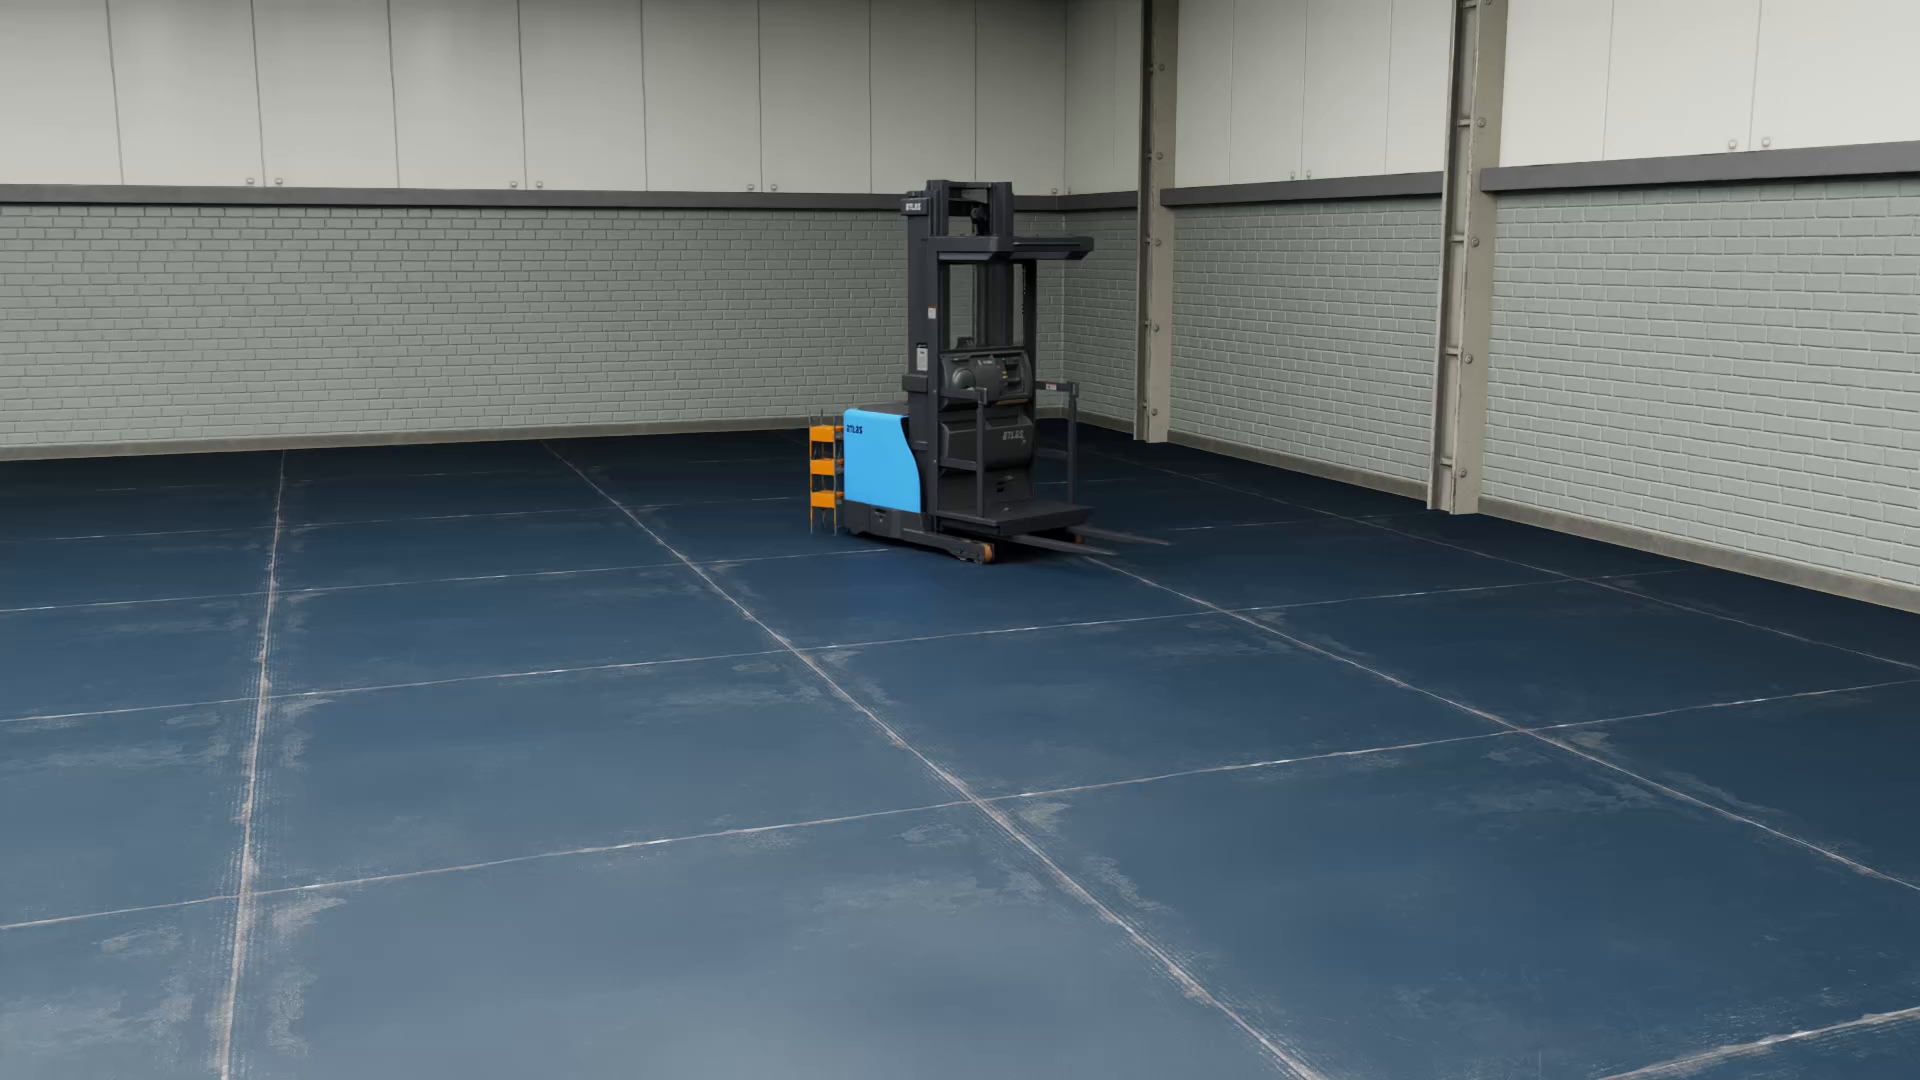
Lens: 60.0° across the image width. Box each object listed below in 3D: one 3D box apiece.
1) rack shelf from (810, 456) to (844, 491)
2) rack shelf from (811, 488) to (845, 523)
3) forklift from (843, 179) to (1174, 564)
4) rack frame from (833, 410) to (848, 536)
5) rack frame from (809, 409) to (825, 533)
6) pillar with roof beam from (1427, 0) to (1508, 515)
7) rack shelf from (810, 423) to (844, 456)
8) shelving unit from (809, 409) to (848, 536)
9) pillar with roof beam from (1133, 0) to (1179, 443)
[{"bbox_3d":[-1.118,-0.570,14.187,0.240,0.259,0.215,5,11,28],"label":"rack shelf"},{"bbox_3d":[-1.118,-0.296,14.235,0.240,0.259,0.215,5,11,28],"label":"rack shelf"},{"bbox_3d":[0.356,-1.353,13.159,1.130,2.935,3.031,-9,13,-41],"label":"forklift"},{"bbox_3d":[-1.011,-0.570,14.127,0.008,1.050,0.200,5,11,28],"label":"rack frame"},{"bbox_3d":[-1.225,-0.591,14.242,0.008,1.050,0.200,5,11,28],"label":"rack frame"},{"bbox_3d":[0.574,-4.431,13.137,9.100,9.000,0.400,-4,11,-21],"label":"pillar with roof beam"},{"bbox_3d":[-1.118,-0.849,14.137,0.240,0.259,0.215,5,11,28],"label":"rack shelf"},{"bbox_3d":[-1.118,-0.580,14.185,0.252,1.050,0.215,5,11,28],"label":"shelving unit"},{"bbox_3d":[-1.600,-5.411,18.643,9.100,9.000,0.400,-4,11,-21],"label":"pillar with roof beam"}]
